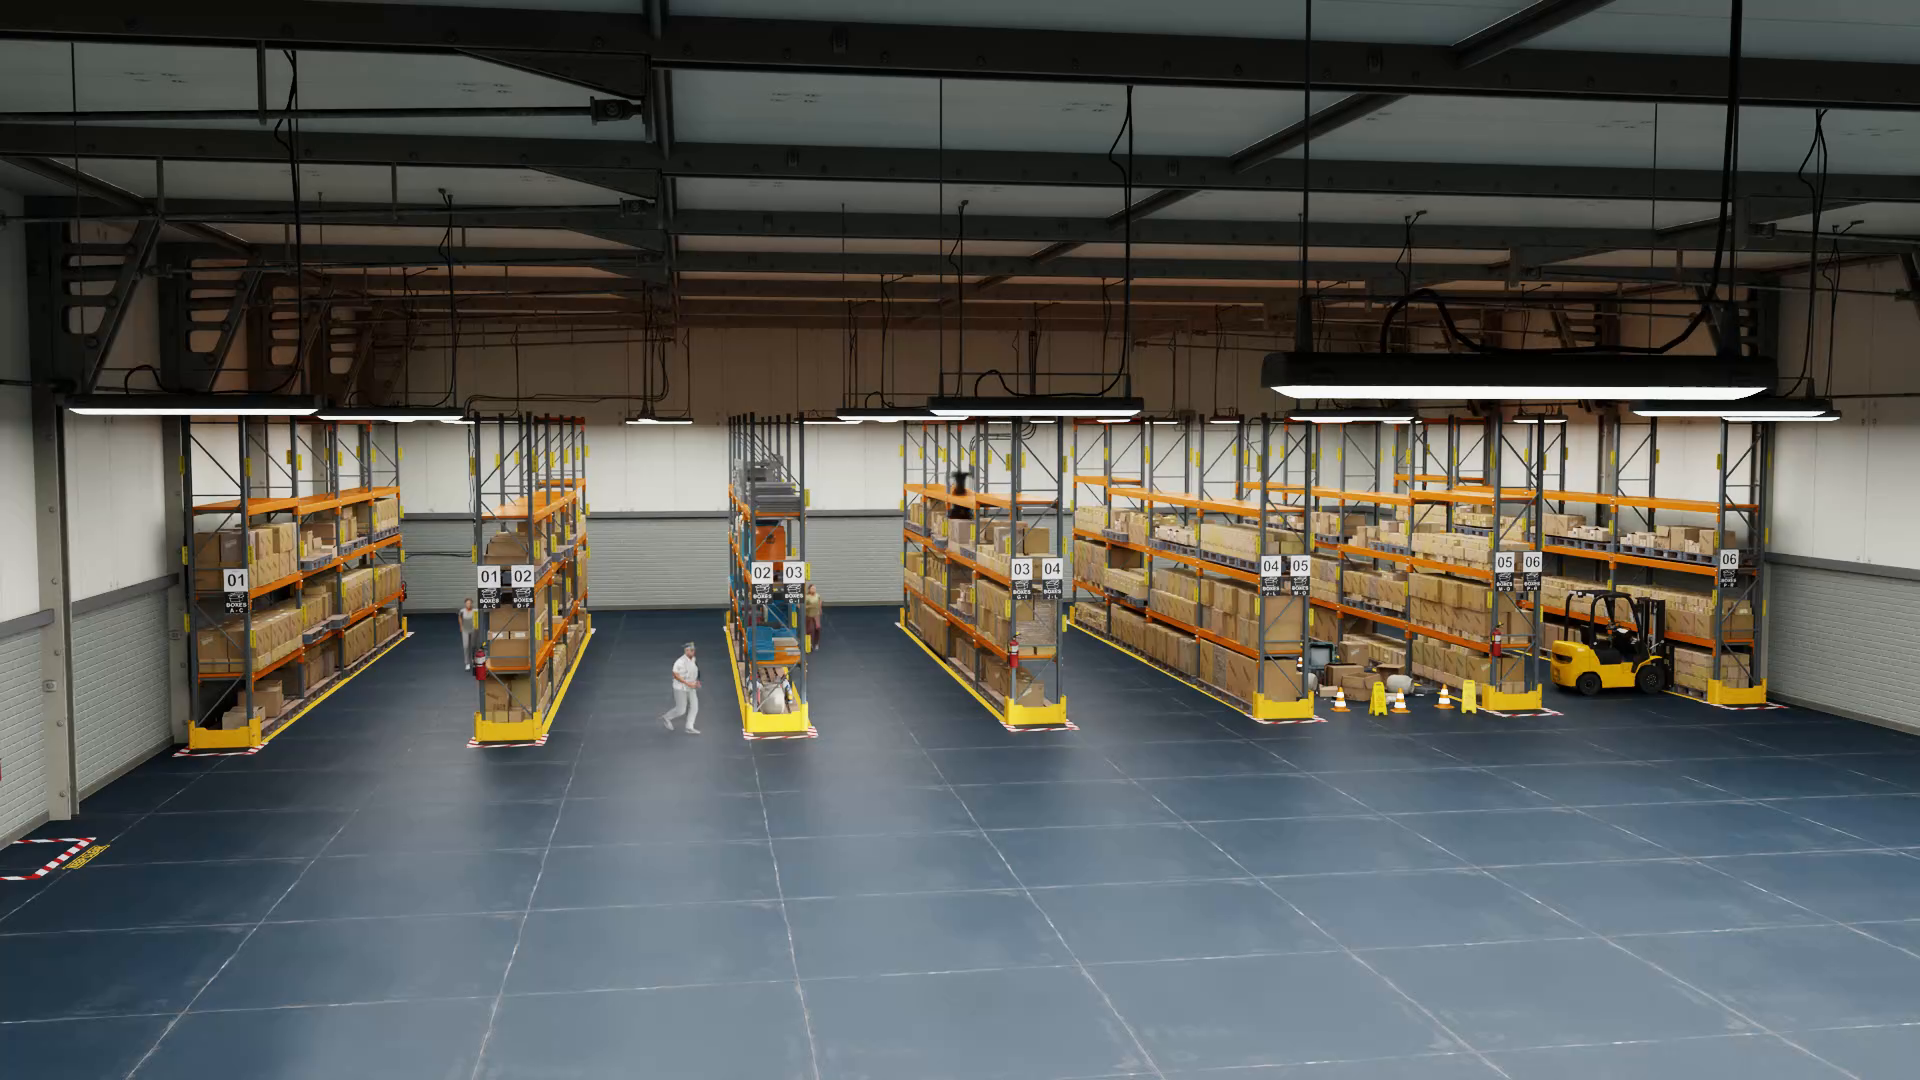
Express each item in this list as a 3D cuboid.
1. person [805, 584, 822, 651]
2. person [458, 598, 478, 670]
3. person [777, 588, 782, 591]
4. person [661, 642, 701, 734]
[{"bbox_3d":[-3.794,1.982,42.779,0.533,1.713,0.804,-1,4,-15],"label":"person"},{"bbox_3d":[-11.658,2.203,39.570,0.540,1.666,0.951,-1,4,-11],"label":"person"},{"bbox_3d":[-5.325,1.661,48.002,0.715,1.609,0.655,1,4,16],"label":"person"},{"bbox_3d":[-5.212,2.754,31.065,0.819,1.734,0.660,2,4,29],"label":"person"}]
